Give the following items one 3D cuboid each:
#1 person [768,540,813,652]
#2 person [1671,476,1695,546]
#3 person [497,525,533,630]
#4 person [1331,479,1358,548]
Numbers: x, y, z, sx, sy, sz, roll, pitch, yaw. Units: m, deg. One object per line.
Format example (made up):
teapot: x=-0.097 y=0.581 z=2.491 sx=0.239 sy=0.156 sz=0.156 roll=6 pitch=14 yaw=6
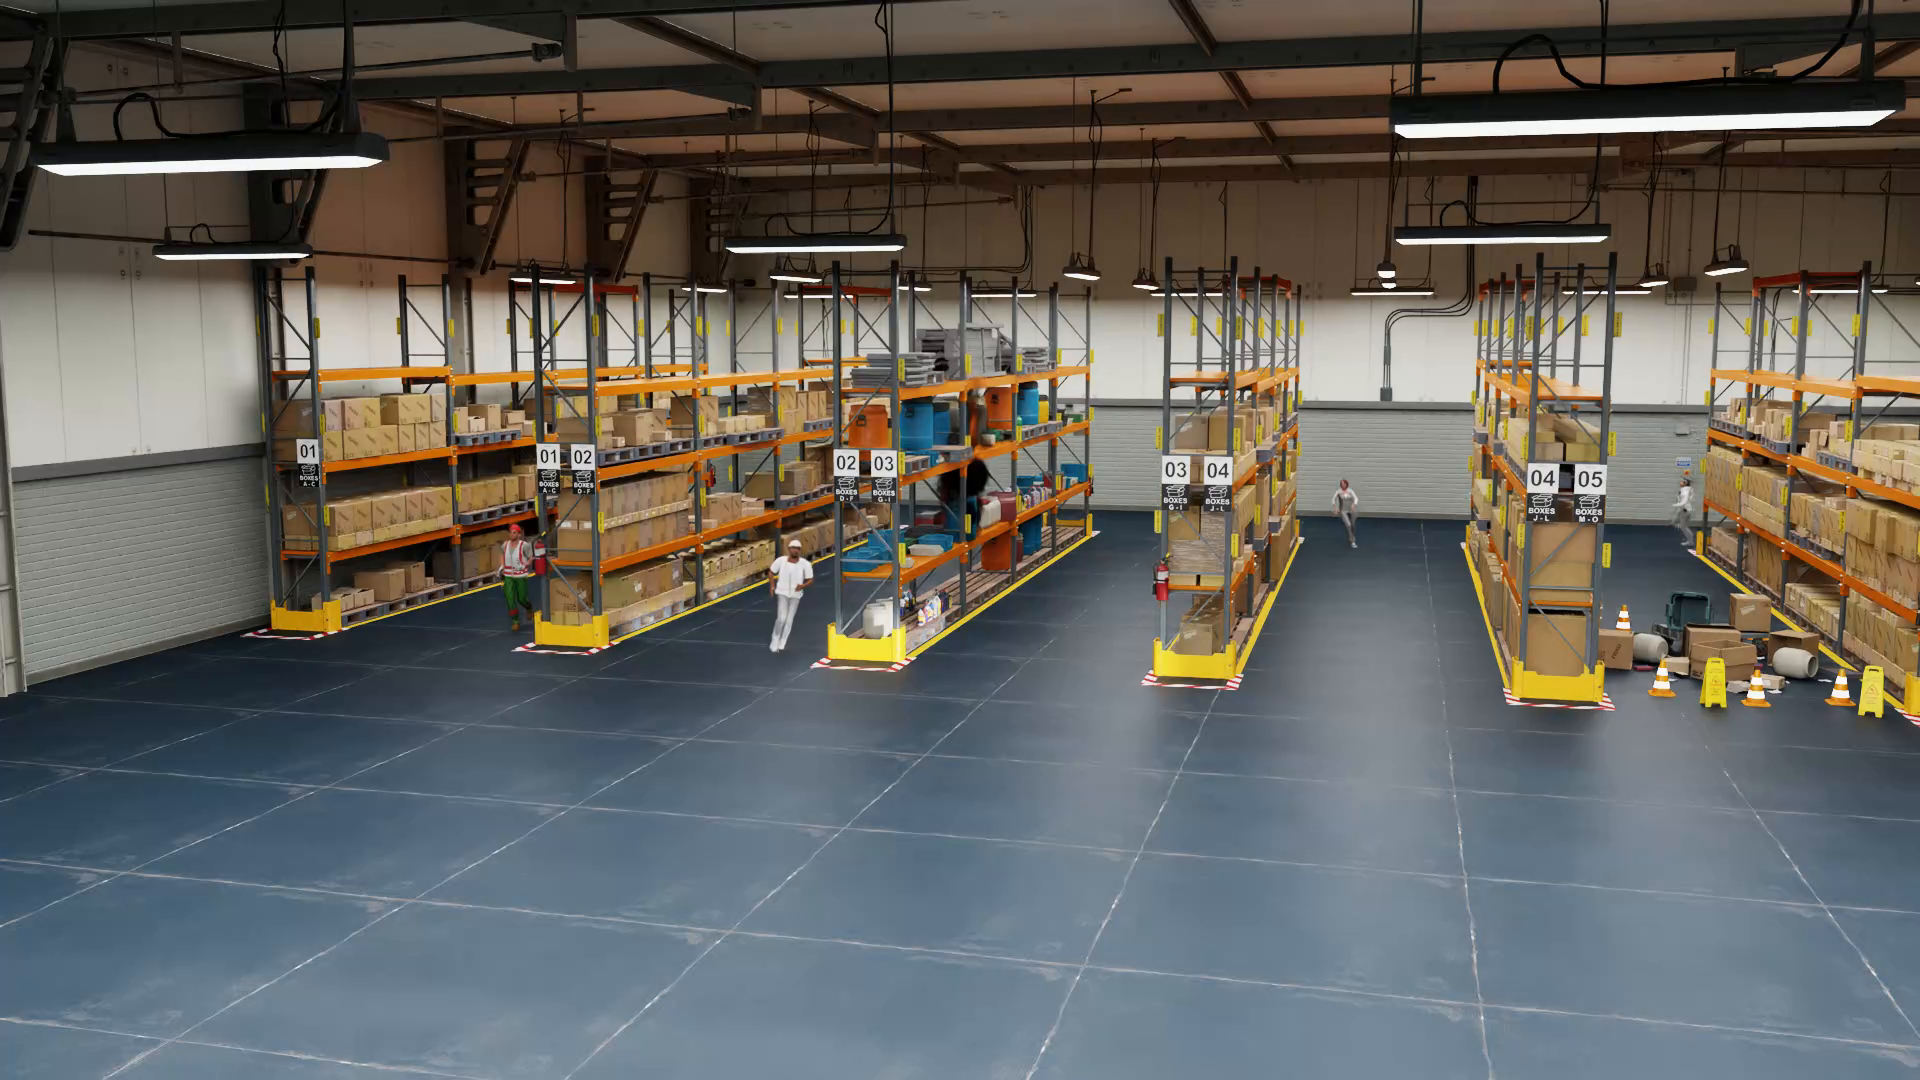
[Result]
person: x=-2.602 y=0.861 z=25.630 sx=0.691 sy=1.729 sz=0.605 roll=-1 pitch=7 yaw=-11
person: x=16.650 y=-0.674 z=38.268 sx=0.551 sy=1.641 sz=0.641 roll=2 pitch=8 yaw=17
person: x=-7.406 y=0.608 z=27.820 sx=0.657 sy=1.755 sz=0.760 roll=1 pitch=7 yaw=7
person: x=8.865 y=-0.631 z=38.279 sx=0.608 sy=1.560 sz=0.748 roll=0 pitch=7 yaw=4
